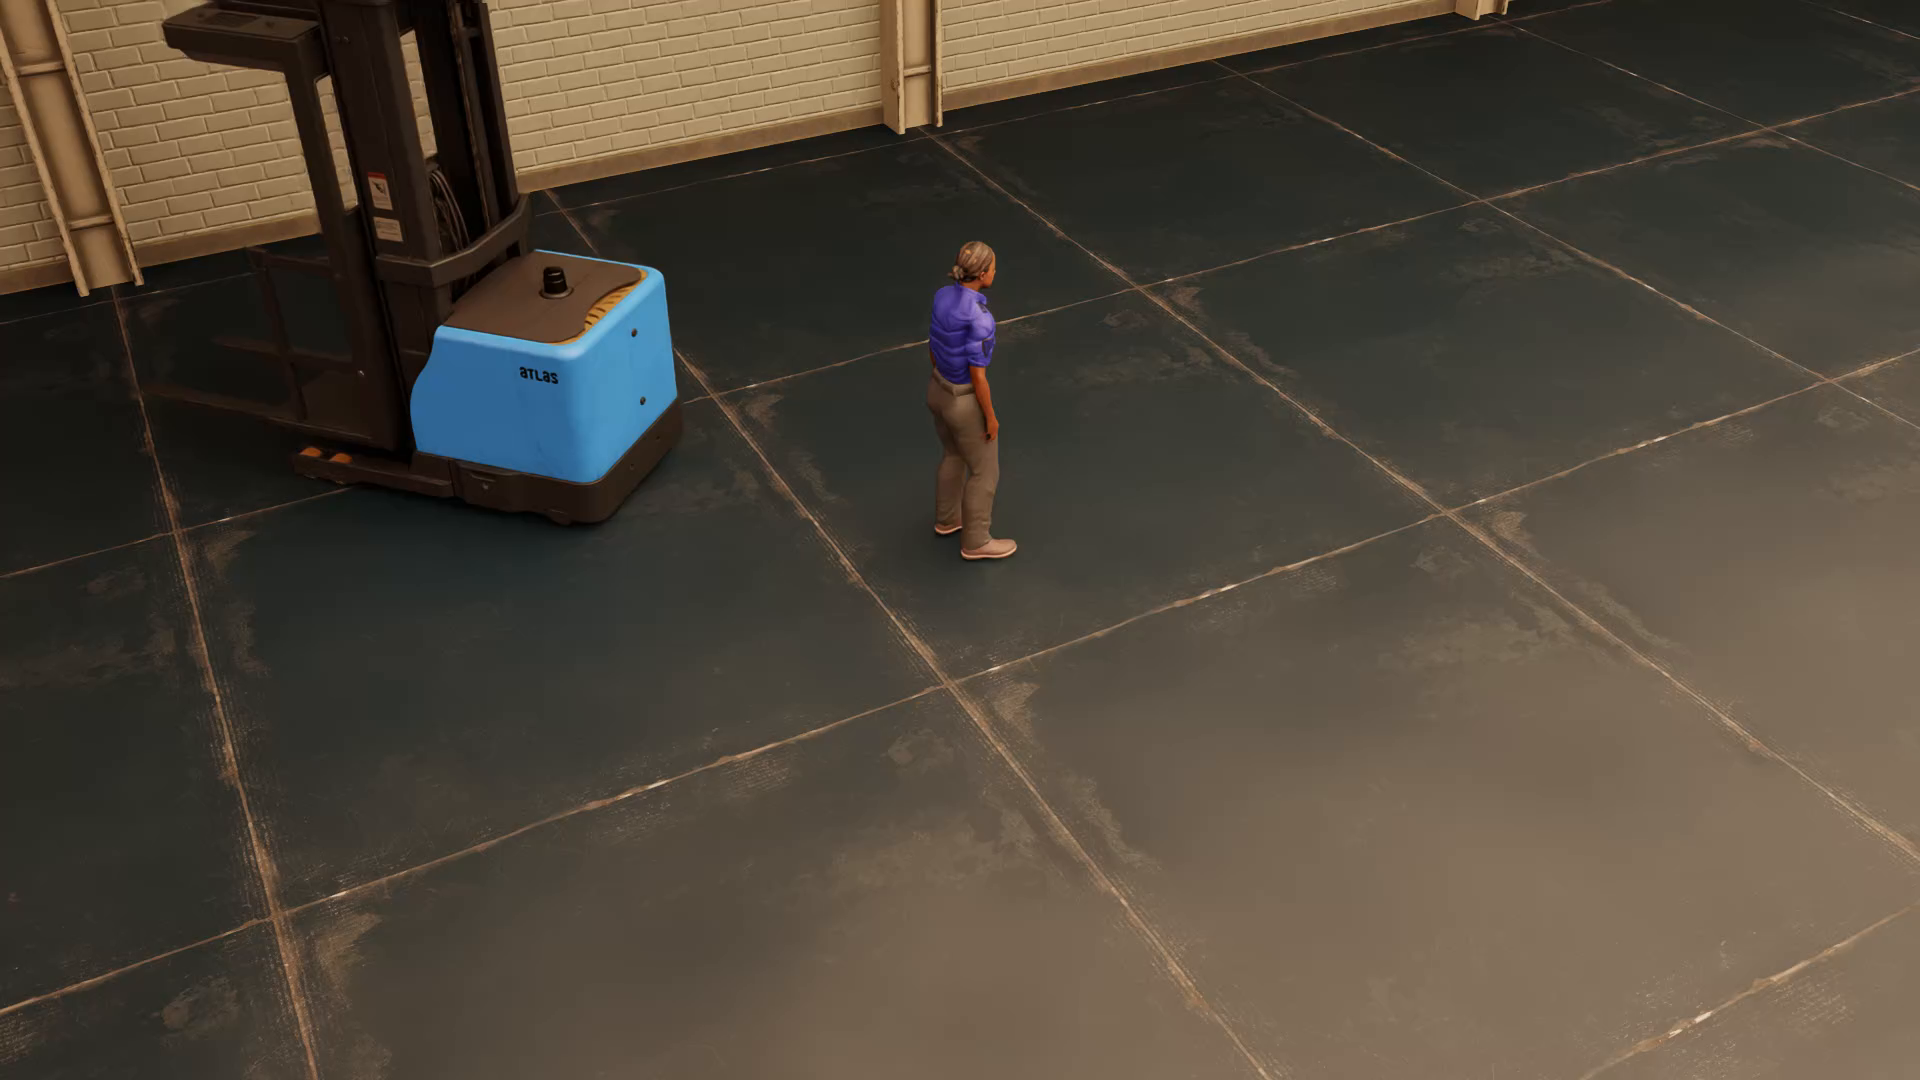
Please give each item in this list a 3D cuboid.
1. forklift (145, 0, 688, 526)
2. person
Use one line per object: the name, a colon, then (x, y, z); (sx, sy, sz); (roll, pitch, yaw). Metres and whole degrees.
forklift: (-3.110, -1.772, 8.630); (3.031, 2.935, 1.130); (11, 37, 15)
person: (0.035, -0.685, 8.200); (0.349, 1.654, 0.514); (-19, 39, -24)
